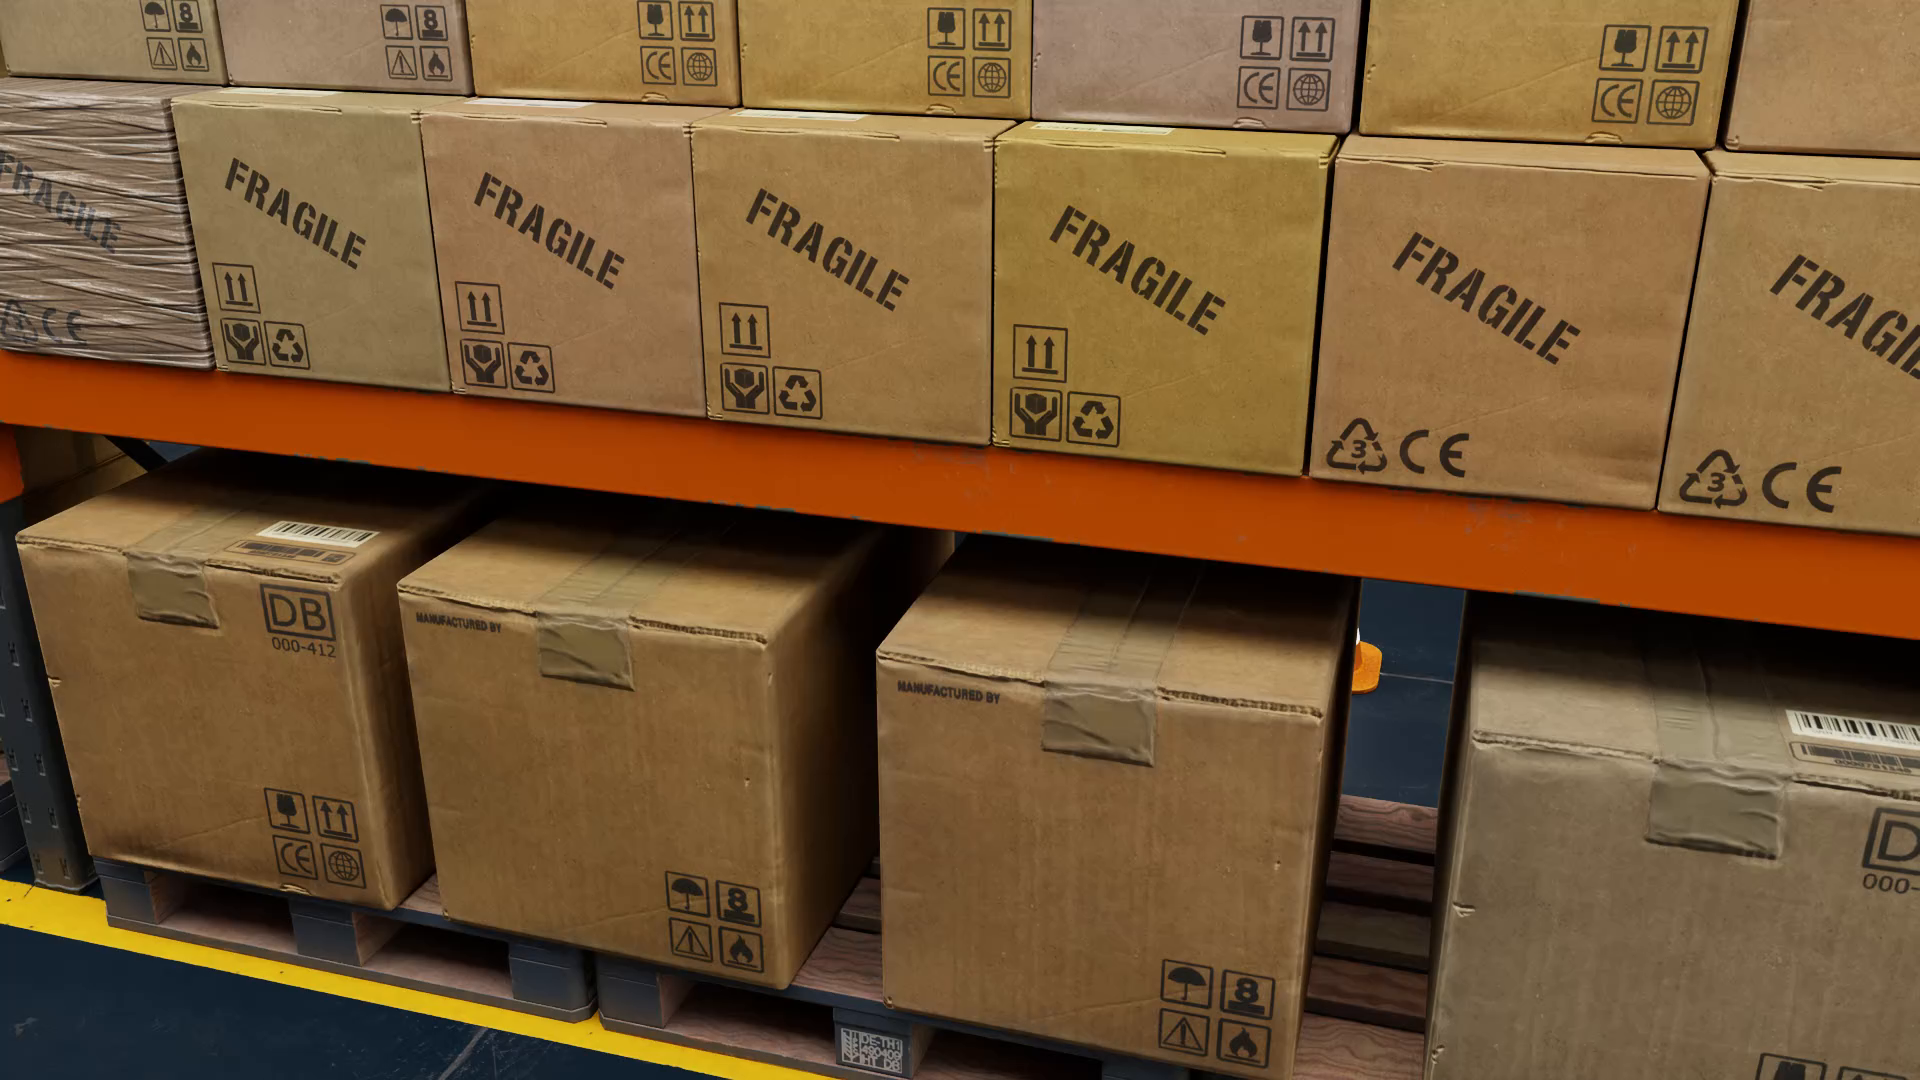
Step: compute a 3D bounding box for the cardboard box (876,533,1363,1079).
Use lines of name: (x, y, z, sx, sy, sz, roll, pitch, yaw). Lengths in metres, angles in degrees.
cardboard box: (0.365, 0.378, 3.307, 0.750, 0.750, 1.050, 7, 23, 15)

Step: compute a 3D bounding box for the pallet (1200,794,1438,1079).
pallet: (1.148, 0.907, 3.281, 1.213, 0.211, 1.003, 7, 23, 16)

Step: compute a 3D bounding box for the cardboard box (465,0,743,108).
cardboard box: (-0.518, -1.110, 3.074, 0.500, 0.500, 0.700, 6, 23, 15)

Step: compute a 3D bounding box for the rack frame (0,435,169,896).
rack frame: (-1.921, -0.764, 3.681, 0.127, 3.000, 1.000, 7, 23, 16)

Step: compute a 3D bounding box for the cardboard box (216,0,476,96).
cardboard box: (-1.010, -1.165, 3.210, 0.500, 0.500, 0.700, 6, 23, 15)

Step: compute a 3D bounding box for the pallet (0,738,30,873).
pallet: (-2.669, 0.440, 4.420, 1.213, 0.211, 1.003, 7, 23, 16)

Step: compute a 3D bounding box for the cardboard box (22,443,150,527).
cardboard box: (-2.525, 0.028, 4.491, 0.500, 0.500, 0.500, 6, 23, 13)

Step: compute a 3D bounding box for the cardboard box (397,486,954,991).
cardboard box: (-0.526, 0.276, 3.555, 0.750, 0.750, 1.050, 7, 23, 16)

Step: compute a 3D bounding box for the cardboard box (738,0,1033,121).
cardboard box: (-0.029, -1.054, 2.938, 0.500, 0.500, 0.700, 6, 23, 15)

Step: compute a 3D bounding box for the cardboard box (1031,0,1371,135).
cardboard box: (0.454, -0.998, 2.802, 0.500, 0.500, 0.700, 7, 23, 16)

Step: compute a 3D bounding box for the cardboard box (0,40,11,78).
cardboard box: (-2.326, -1.106, 3.899, 0.250, 0.149, 0.380, 8, 24, 18)

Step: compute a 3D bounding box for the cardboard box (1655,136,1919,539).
cardboard box: (1.331, -0.332, 2.496, 0.500, 0.500, 0.500, 6, 23, 15)

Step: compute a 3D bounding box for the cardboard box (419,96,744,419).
cardboard box: (-0.599, -0.553, 3.034, 0.500, 0.500, 0.500, 7, 23, 15)

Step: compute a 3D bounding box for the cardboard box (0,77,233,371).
cardboard box: (-1.570, -0.663, 3.303, 0.500, 0.500, 0.500, 7, 23, 16)

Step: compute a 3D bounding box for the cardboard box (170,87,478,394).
cardboard box: (-1.082, -0.609, 3.170, 0.500, 0.500, 0.500, 6, 23, 15)

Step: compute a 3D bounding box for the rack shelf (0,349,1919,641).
rack shelf: (-0.007, -0.212, 3.283, 4.000, 0.370, 1.077, 7, 23, 16)

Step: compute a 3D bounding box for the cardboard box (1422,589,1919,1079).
cardboard box: (1.288, 0.485, 3.045, 0.750, 0.750, 1.050, 6, 23, 15)

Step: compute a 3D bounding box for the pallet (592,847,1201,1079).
pallet: (-0.024, 0.774, 3.605, 1.213, 0.211, 1.003, 7, 23, 16)

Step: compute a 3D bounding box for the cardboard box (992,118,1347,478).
cardboard box: (0.364, -0.443, 2.766, 0.500, 0.500, 0.500, 7, 23, 16)

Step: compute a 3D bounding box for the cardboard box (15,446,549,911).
cardboard box: (-1.364, 0.182, 3.786, 0.750, 0.750, 1.050, 6, 23, 15)

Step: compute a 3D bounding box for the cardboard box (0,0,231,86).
cardboard box: (-1.494, -1.220, 3.343, 0.500, 0.500, 0.700, 6, 23, 15)

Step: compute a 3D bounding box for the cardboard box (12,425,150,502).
cardboard box: (-2.512, -0.313, 4.332, 0.500, 0.250, 0.500, 5, 23, 13)

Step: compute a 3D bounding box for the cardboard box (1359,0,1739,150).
cardboard box: (0.938, -0.943, 2.666, 0.500, 0.500, 0.700, 6, 23, 15)

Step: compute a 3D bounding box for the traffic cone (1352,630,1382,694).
traffic cone: (1.060, 0.152, 4.789, 0.334, 0.463, 0.336, 7, 23, 16)

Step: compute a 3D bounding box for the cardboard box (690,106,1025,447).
cardboard box: (-0.123, -0.498, 2.899, 0.500, 0.500, 0.500, 6, 23, 15)

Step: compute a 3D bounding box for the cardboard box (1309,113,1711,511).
cardboard box: (0.848, -0.388, 2.631, 0.500, 0.500, 0.500, 6, 23, 15)

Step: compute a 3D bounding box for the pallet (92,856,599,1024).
pallet: (-1.188, 0.640, 3.933, 1.213, 0.211, 1.003, 7, 23, 16)

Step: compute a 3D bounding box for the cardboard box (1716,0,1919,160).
cardboard box: (1.431, -0.887, 2.531, 0.500, 0.500, 0.700, 6, 23, 15)
